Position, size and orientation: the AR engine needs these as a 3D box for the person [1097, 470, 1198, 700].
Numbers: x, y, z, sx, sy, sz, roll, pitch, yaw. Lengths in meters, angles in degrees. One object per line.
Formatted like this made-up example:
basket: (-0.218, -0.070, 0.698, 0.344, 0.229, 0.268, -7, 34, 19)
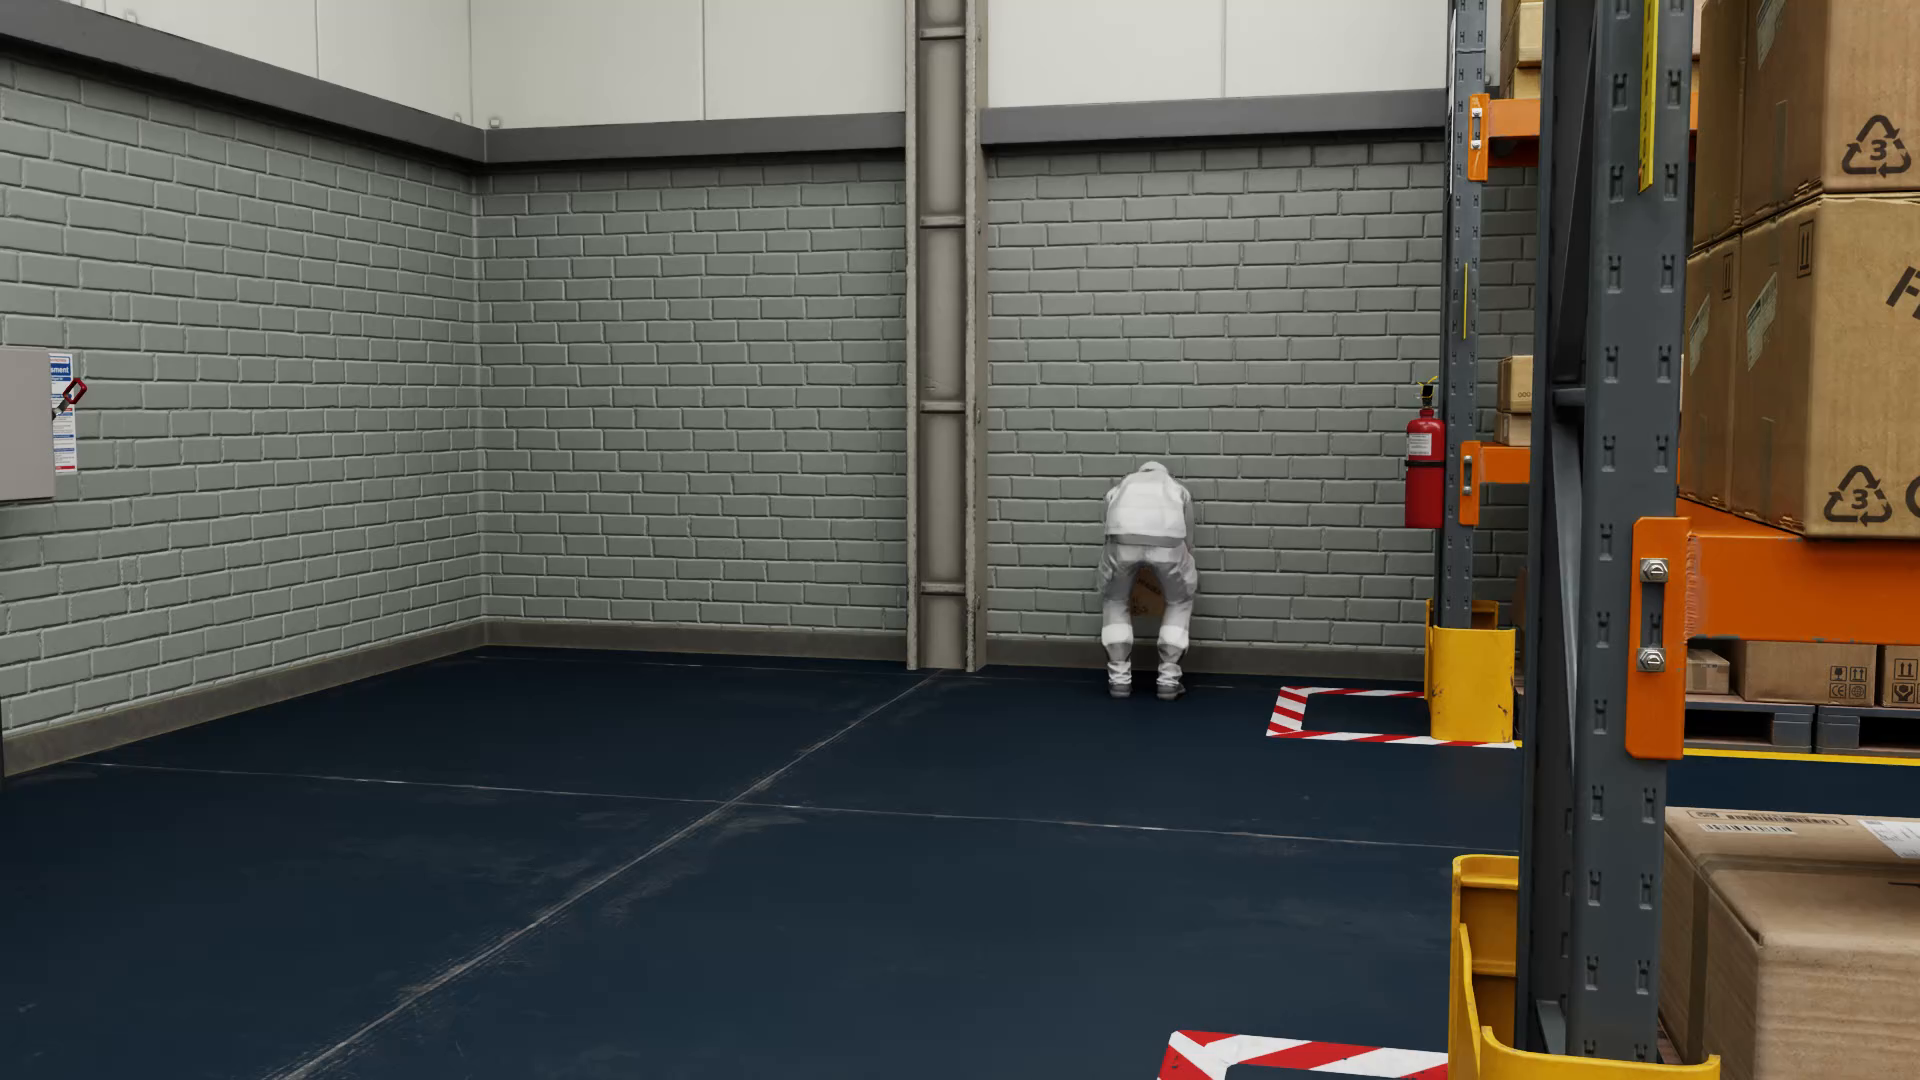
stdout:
person: (0.981, 0.211, 8.647, 0.517, 1.144, 0.903, 1, 5, 11)
